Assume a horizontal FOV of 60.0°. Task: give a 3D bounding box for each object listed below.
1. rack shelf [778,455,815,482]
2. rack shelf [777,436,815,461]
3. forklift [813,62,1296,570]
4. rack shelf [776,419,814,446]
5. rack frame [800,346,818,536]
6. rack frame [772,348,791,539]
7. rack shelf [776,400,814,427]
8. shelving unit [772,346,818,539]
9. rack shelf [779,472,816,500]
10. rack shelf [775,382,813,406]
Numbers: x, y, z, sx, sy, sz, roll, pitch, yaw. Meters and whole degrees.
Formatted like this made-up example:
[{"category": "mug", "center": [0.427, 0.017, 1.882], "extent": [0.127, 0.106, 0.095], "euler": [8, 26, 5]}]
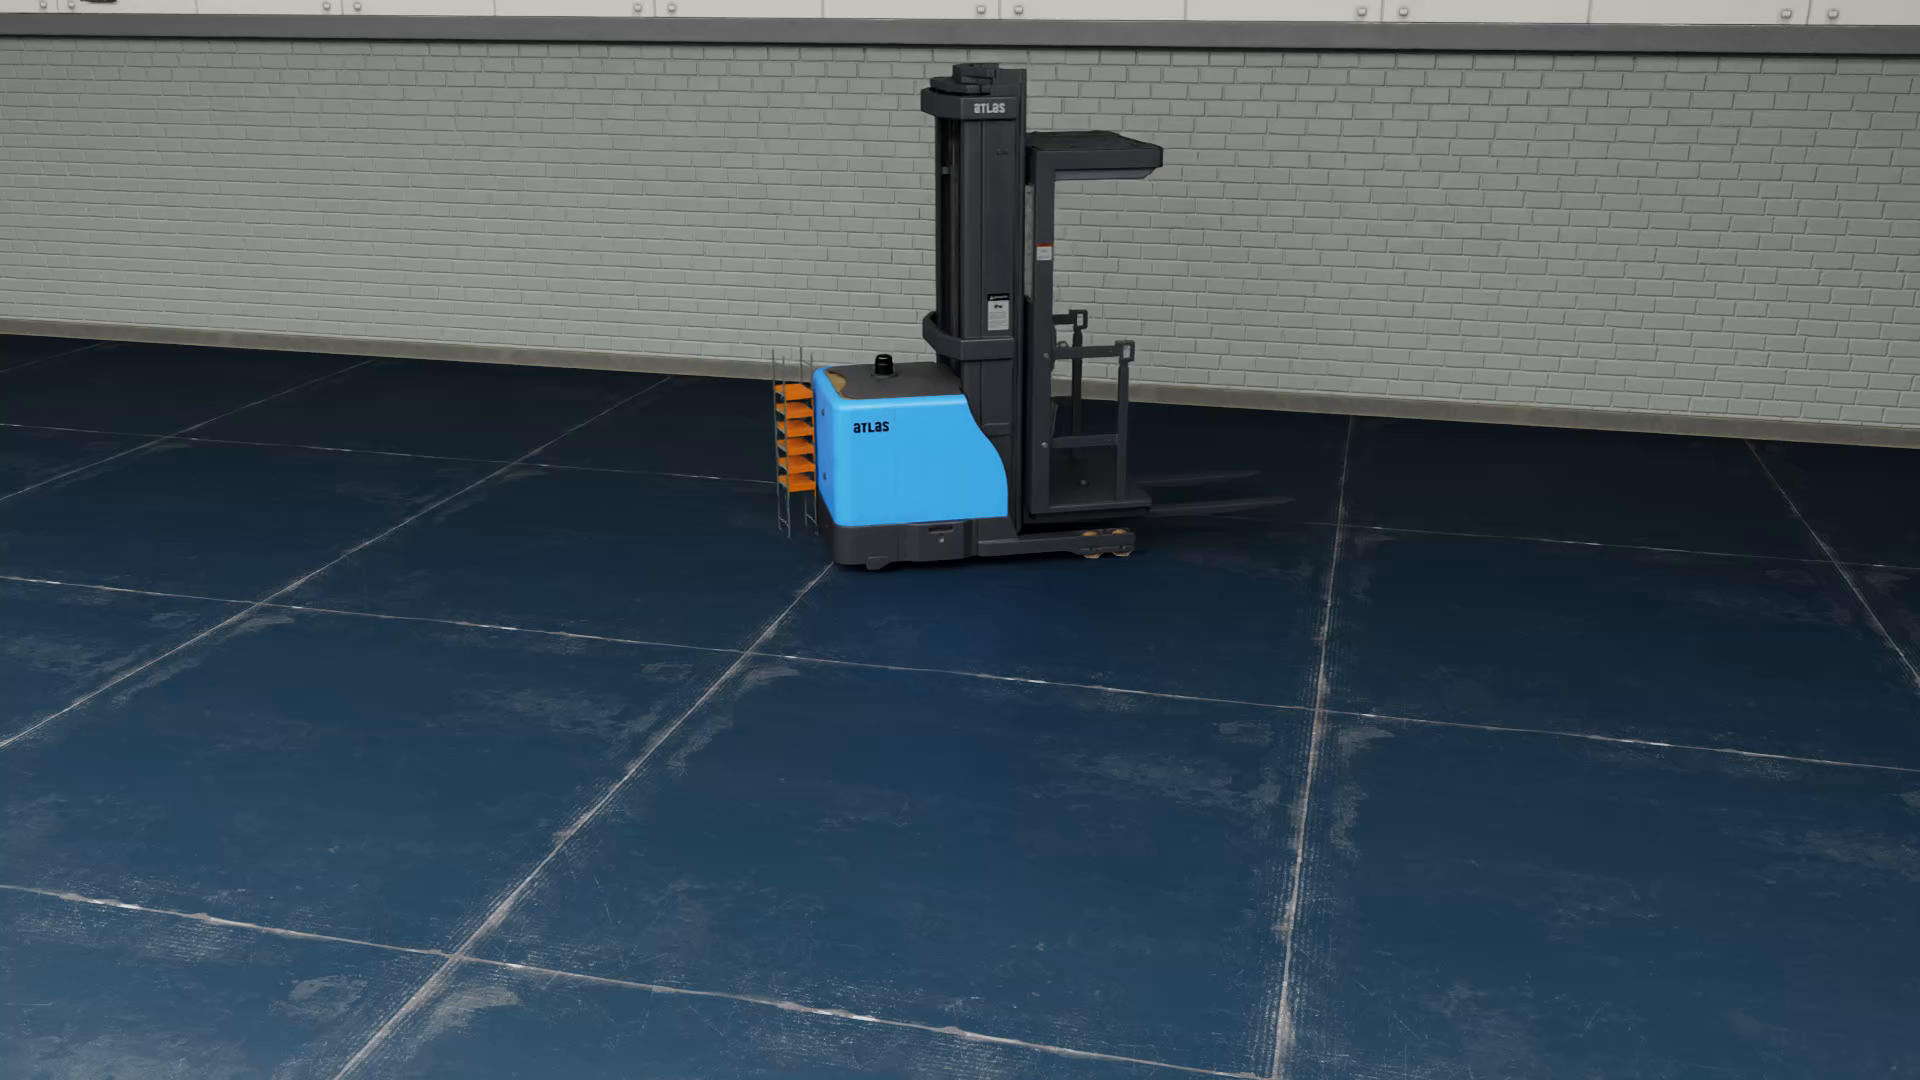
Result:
[{"category": "rack shelf", "center": [-1.056, -0.464, 10.696], "extent": [0.180, 0.103, 0.258], "euler": [-8, 20, -21]}, {"category": "rack shelf", "center": [-1.056, -0.578, 10.658], "extent": [0.180, 0.103, 0.258], "euler": [-8, 20, -21]}, {"category": "forklift", "center": [0.623, -1.431, 10.344], "extent": [3.031, 2.935, 1.130], "euler": [-4, 19, -12]}, {"category": "rack shelf", "center": [-1.056, -0.692, 10.620], "extent": [0.180, 0.103, 0.258], "euler": [-8, 20, -21]}, {"category": "rack frame", "center": [-0.972, -0.631, 10.678], "extent": [0.006, 1.200, 0.240], "euler": [-8, 20, -21]}, {"category": "rack frame", "center": [-1.140, -0.608, 10.611], "extent": [0.006, 1.200, 0.240], "euler": [-8, 20, -21]}, {"category": "rack shelf", "center": [-1.056, -0.805, 10.582], "extent": [0.180, 0.103, 0.258], "euler": [-8, 20, -21]}, {"category": "shelving unit", "center": [-1.056, -0.620, 10.644], "extent": [0.189, 1.200, 0.258], "euler": [-8, 20, -21]}, {"category": "rack shelf", "center": [-1.055, -0.350, 10.735], "extent": [0.180, 0.103, 0.258], "euler": [-8, 20, -21]}, {"category": "rack shelf", "center": [-1.057, -0.919, 10.543], "extent": [0.180, 0.103, 0.258], "euler": [-8, 20, -21]}]
